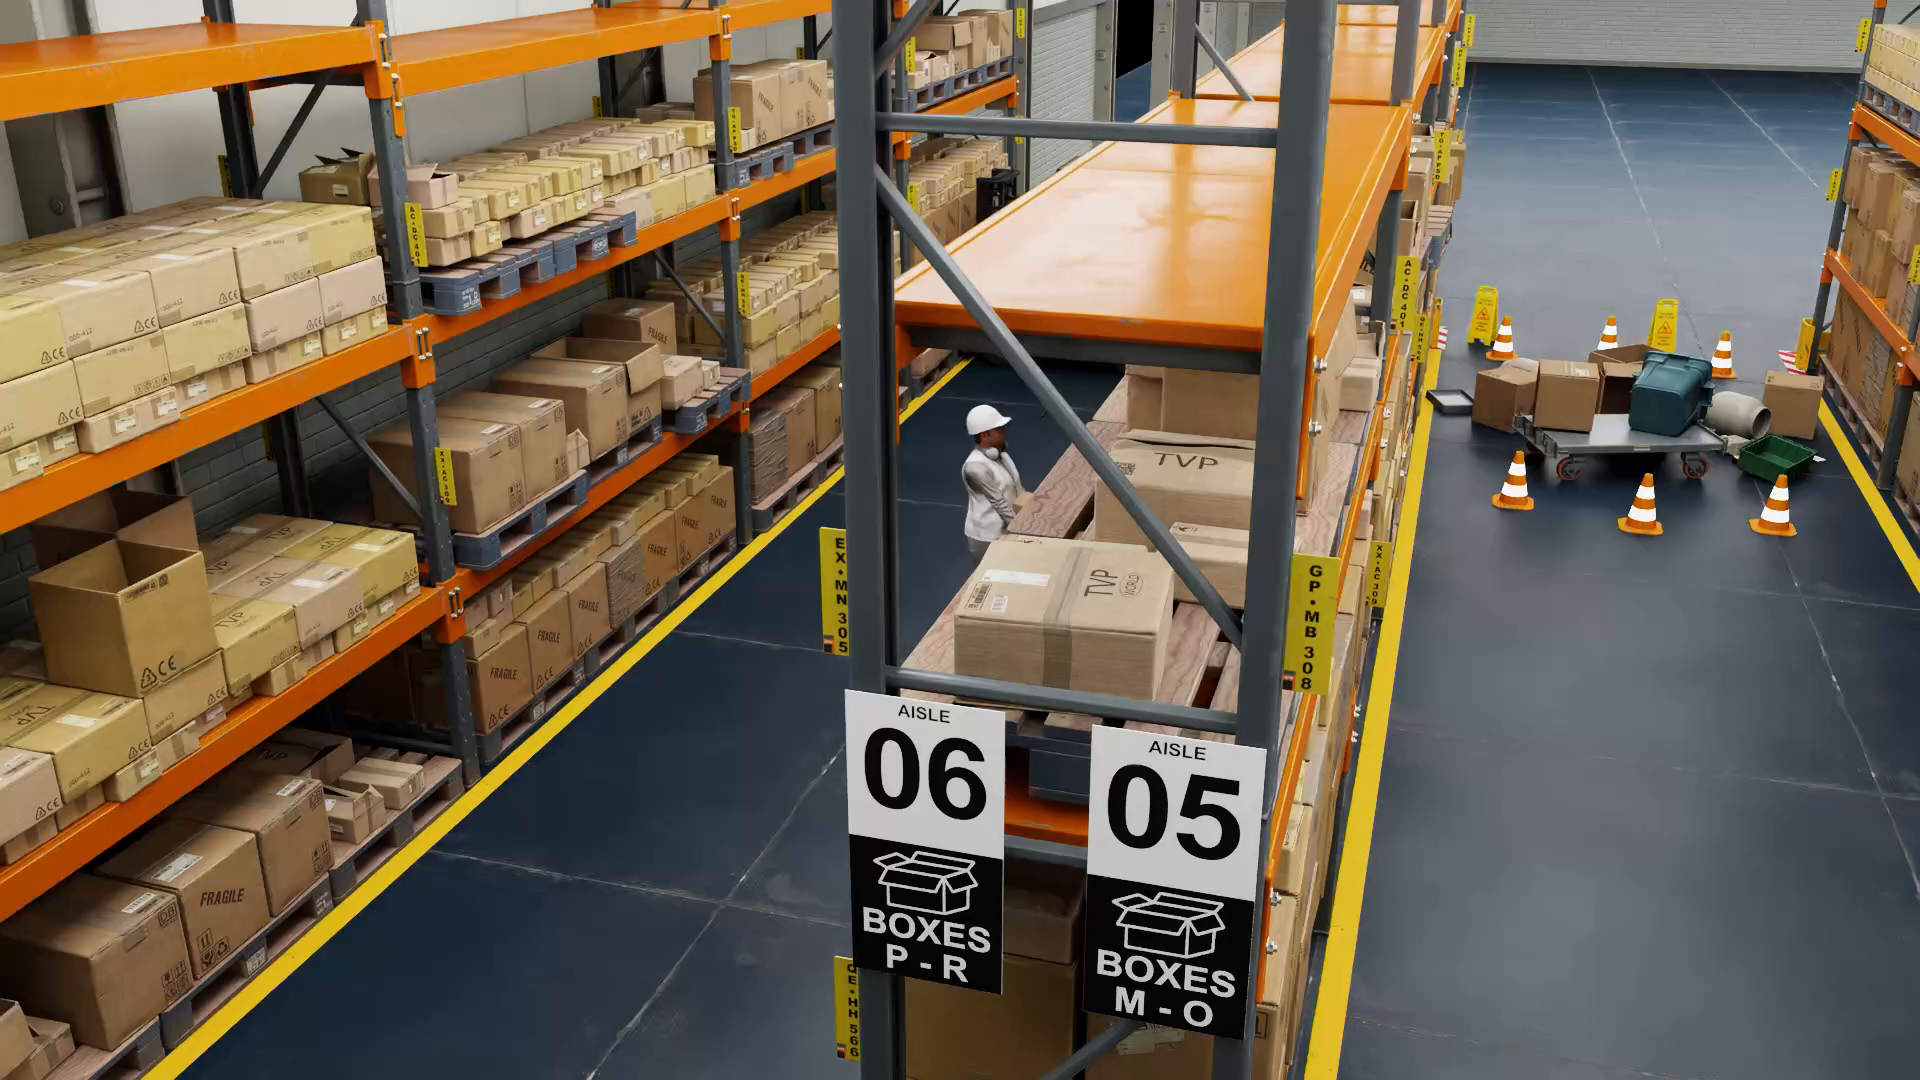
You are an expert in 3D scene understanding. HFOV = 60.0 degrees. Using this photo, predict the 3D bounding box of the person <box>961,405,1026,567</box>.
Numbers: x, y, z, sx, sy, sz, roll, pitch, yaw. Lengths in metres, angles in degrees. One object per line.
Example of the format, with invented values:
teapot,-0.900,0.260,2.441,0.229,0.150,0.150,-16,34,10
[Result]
person,0.315,-0.040,11.166,0.565,1.762,0.494,7,23,16
